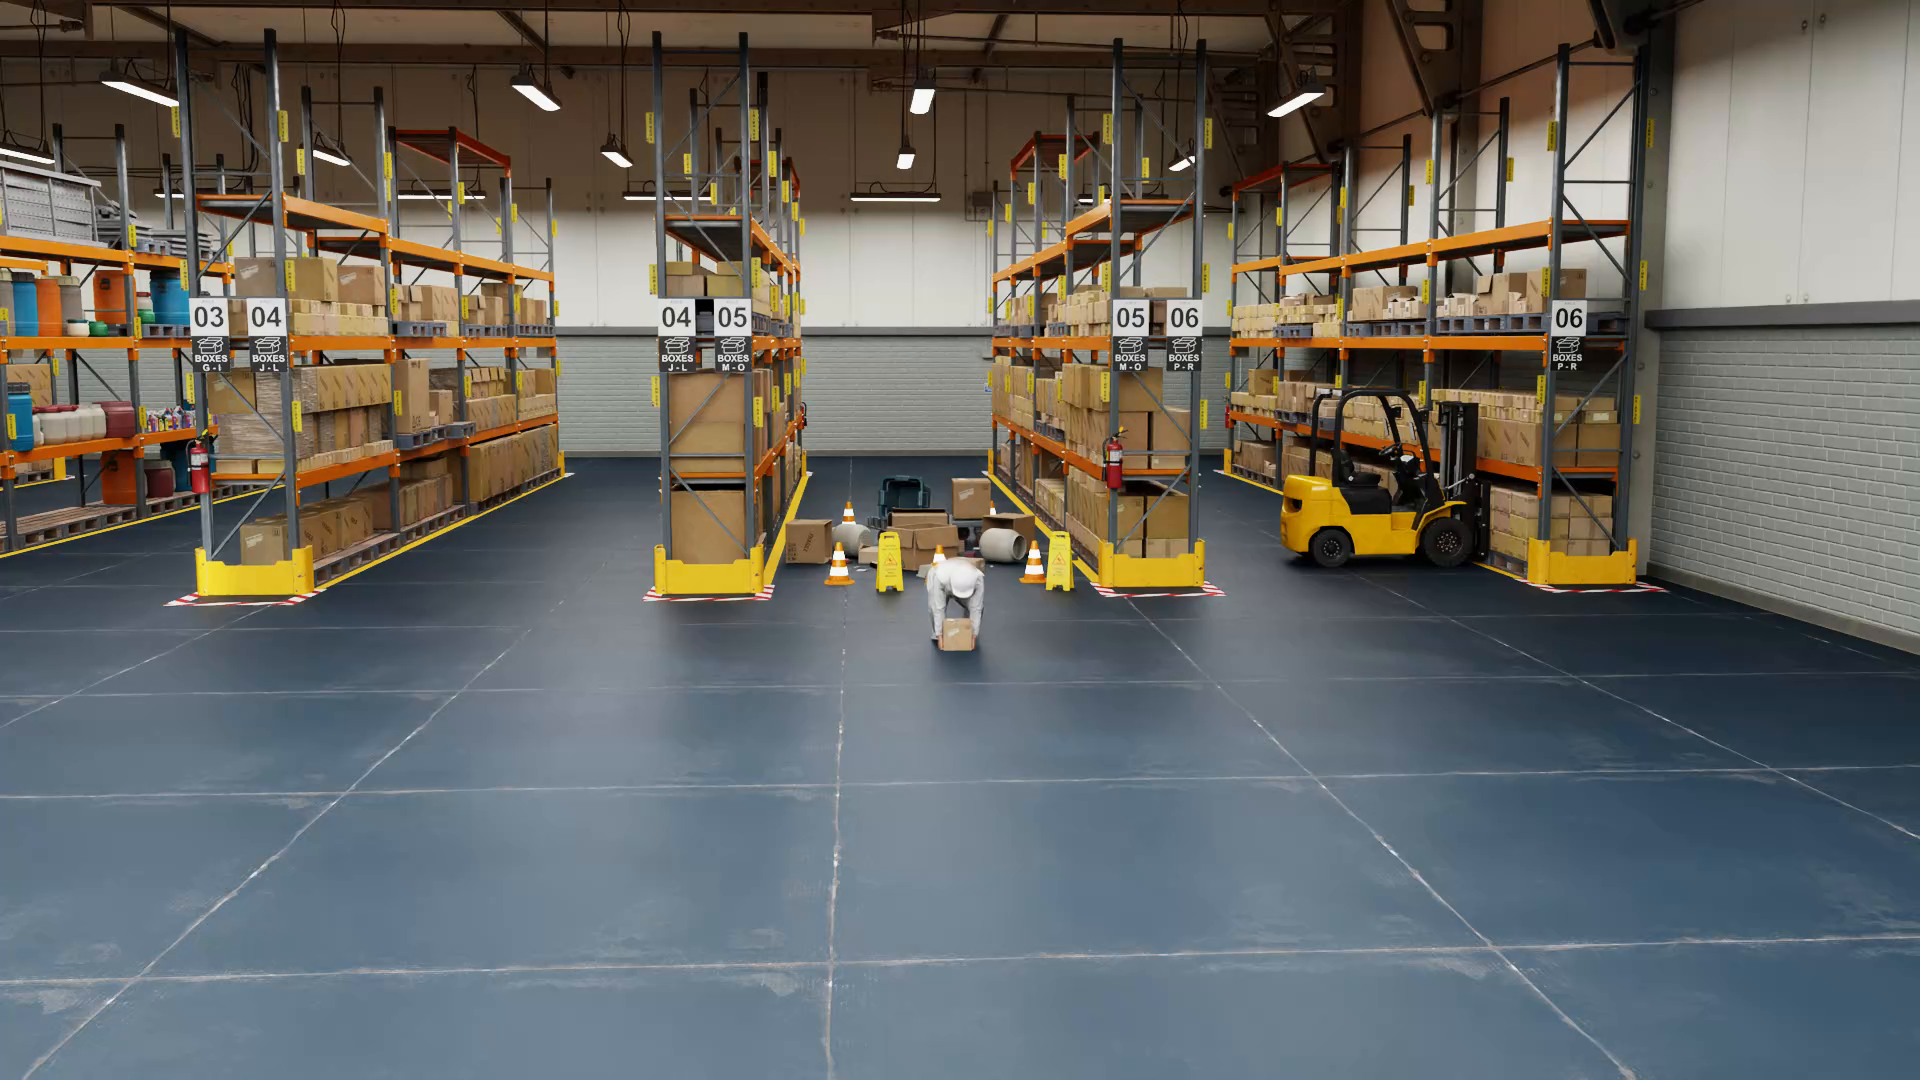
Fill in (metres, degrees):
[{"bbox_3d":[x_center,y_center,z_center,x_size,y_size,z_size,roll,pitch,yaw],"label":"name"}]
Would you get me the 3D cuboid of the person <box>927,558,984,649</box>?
[{"bbox_3d":[-0.039,0.570,15.194,0.508,0.790,0.986,-1,7,-5],"label":"person"}]
